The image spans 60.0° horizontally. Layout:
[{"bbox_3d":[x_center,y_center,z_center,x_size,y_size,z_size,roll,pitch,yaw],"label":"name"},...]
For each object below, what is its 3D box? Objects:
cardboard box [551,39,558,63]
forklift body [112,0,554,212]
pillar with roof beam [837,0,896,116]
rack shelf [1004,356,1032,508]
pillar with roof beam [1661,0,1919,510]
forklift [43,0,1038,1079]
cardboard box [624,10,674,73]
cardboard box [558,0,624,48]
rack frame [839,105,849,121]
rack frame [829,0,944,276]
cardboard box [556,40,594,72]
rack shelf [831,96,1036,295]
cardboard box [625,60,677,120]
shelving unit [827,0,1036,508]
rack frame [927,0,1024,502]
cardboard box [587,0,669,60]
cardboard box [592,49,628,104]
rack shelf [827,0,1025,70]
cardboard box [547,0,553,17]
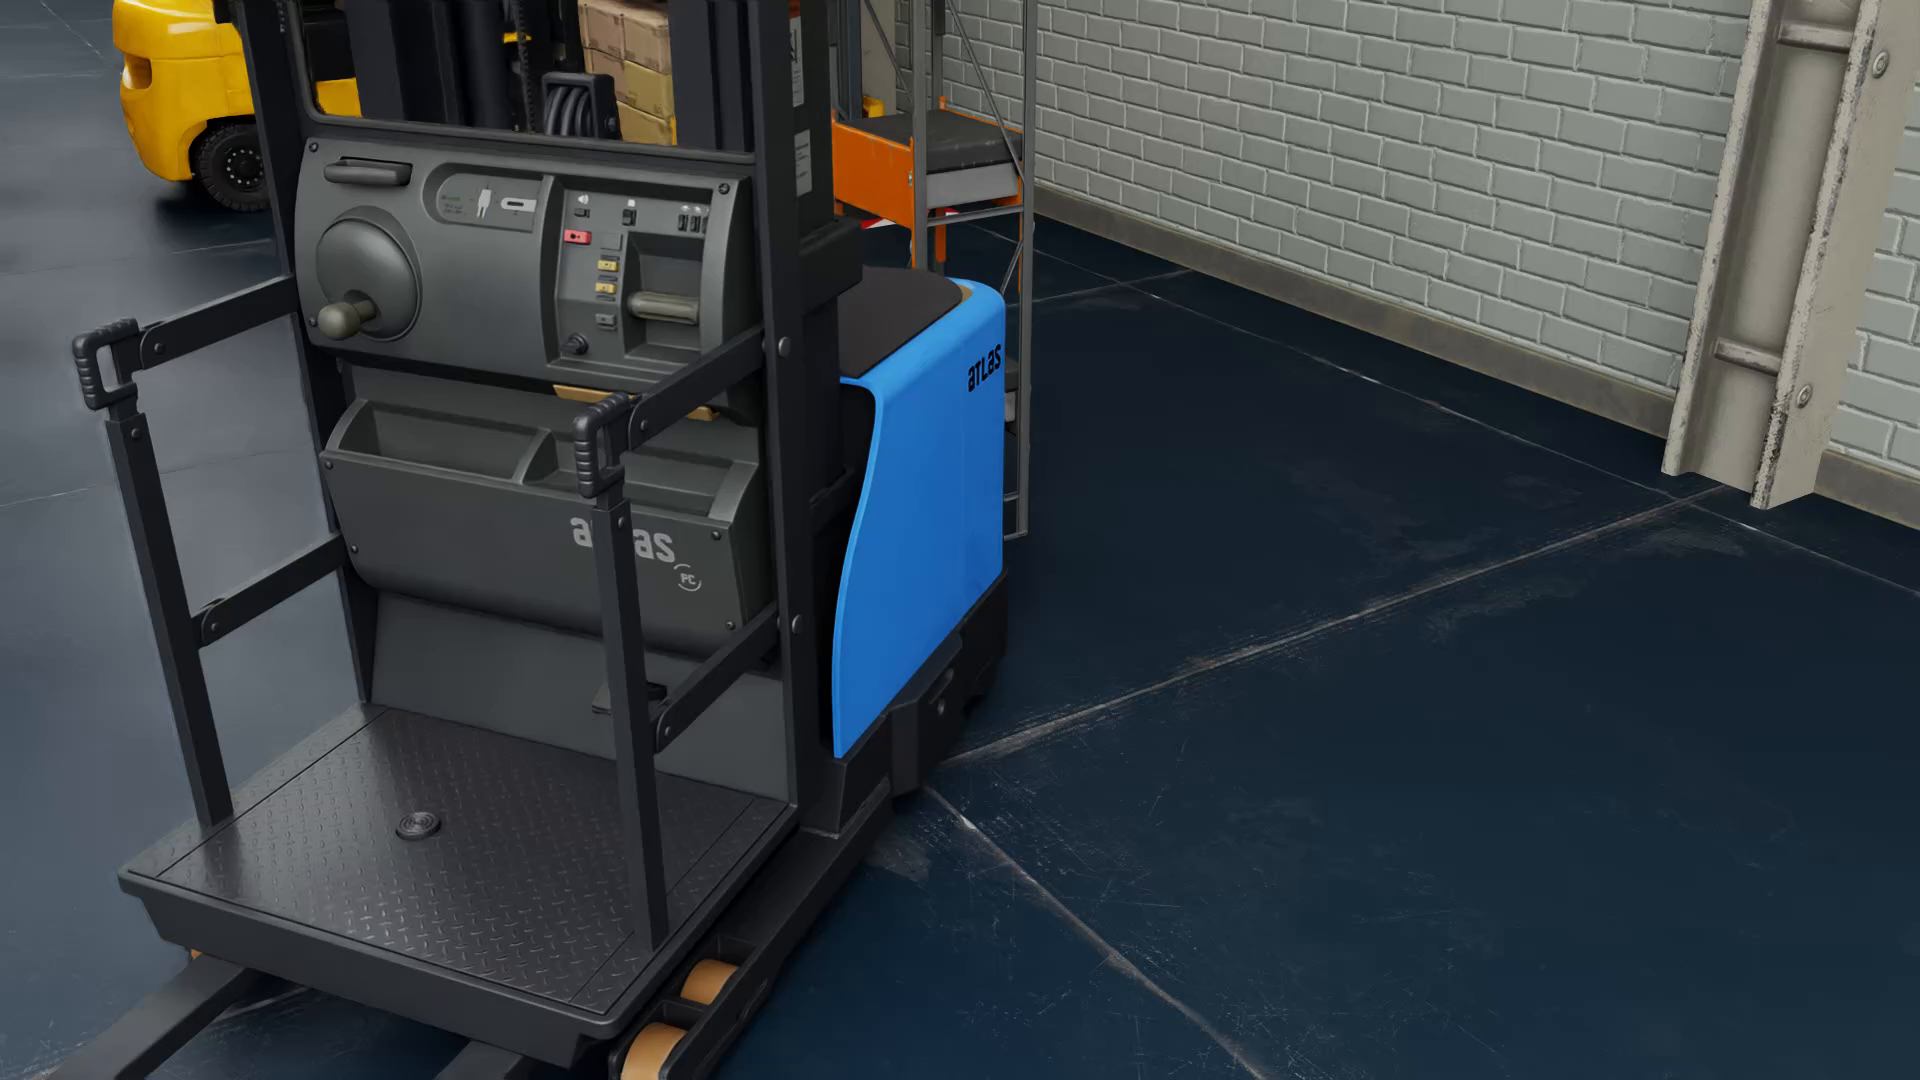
[{"bbox_3d":[-2.353,-3.063,10.369,0.500,0.250,0.500,-16,29,-30],"label":"cardboard box"},{"bbox_3d":[-3.555,-3.117,9.334,2.313,2.155,1.214,-16,29,-30],"label":"forklift body"},{"bbox_3d":[-4.223,-5.417,6.183,9.100,9.000,0.400,-16,29,-30],"label":"pillar with roof beam"},{"bbox_3d":[-0.090,-0.363,5.232,0.431,0.518,0.480,-16,29,-30],"label":"rack shelf"},{"bbox_3d":[-0.947,-3.271,1.637,9.100,9.000,0.400,-16,29,-30],"label":"pillar with roof beam"},{"bbox_3d":[-0.751,-0.635,3.161,1.130,2.935,3.810,10,27,20],"label":"forklift"},{"bbox_3d":[-1.504,-2.739,9.095,0.500,0.250,0.500,-14,29,-28],"label":"cardboard box"},{"bbox_3d":[-2.071,-3.098,9.857,0.500,0.250,0.500,-15,29,-29],"label":"cardboard box"},{"bbox_3d":[-0.994,-3.247,8.615,0.949,2.616,0.053,-16,29,-30],"label":"rack frame"},{"bbox_3d":[-0.224,-1.096,5.112,0.400,2.100,0.015,-16,29,-30],"label":"rack frame"},{"bbox_3d":[-2.083,-2.883,9.988,0.500,0.250,0.500,-16,30,-31],"label":"cardboard box"},{"bbox_3d":[-0.090,-0.996,4.933,0.431,0.518,0.480,-16,29,-30],"label":"rack shelf"},{"bbox_3d":[-1.519,-2.522,9.222,0.500,0.250,0.500,-16,30,-30],"label":"cardboard box"},{"bbox_3d":[-0.092,-1.010,4.929,0.431,2.100,0.499,-16,29,-30],"label":"shelving unit"},{"bbox_3d":[0.044,-0.922,4.743,0.380,1.831,0.006,-16,29,-30],"label":"rack frame"},{"bbox_3d":[-1.787,-2.920,9.479,0.500,0.250,0.500,-15,29,-29],"label":"cardboard box"},{"bbox_3d":[-1.783,-2.704,9.607,0.500,0.250,0.500,-16,30,-30],"label":"cardboard box"},{"bbox_3d":[-0.090,-1.629,4.634,0.431,0.518,0.480,-16,29,-30],"label":"rack shelf"},{"bbox_3d":[-2.341,-3.281,10.244,0.500,0.250,0.500,-16,30,-31],"label":"cardboard box"}]
